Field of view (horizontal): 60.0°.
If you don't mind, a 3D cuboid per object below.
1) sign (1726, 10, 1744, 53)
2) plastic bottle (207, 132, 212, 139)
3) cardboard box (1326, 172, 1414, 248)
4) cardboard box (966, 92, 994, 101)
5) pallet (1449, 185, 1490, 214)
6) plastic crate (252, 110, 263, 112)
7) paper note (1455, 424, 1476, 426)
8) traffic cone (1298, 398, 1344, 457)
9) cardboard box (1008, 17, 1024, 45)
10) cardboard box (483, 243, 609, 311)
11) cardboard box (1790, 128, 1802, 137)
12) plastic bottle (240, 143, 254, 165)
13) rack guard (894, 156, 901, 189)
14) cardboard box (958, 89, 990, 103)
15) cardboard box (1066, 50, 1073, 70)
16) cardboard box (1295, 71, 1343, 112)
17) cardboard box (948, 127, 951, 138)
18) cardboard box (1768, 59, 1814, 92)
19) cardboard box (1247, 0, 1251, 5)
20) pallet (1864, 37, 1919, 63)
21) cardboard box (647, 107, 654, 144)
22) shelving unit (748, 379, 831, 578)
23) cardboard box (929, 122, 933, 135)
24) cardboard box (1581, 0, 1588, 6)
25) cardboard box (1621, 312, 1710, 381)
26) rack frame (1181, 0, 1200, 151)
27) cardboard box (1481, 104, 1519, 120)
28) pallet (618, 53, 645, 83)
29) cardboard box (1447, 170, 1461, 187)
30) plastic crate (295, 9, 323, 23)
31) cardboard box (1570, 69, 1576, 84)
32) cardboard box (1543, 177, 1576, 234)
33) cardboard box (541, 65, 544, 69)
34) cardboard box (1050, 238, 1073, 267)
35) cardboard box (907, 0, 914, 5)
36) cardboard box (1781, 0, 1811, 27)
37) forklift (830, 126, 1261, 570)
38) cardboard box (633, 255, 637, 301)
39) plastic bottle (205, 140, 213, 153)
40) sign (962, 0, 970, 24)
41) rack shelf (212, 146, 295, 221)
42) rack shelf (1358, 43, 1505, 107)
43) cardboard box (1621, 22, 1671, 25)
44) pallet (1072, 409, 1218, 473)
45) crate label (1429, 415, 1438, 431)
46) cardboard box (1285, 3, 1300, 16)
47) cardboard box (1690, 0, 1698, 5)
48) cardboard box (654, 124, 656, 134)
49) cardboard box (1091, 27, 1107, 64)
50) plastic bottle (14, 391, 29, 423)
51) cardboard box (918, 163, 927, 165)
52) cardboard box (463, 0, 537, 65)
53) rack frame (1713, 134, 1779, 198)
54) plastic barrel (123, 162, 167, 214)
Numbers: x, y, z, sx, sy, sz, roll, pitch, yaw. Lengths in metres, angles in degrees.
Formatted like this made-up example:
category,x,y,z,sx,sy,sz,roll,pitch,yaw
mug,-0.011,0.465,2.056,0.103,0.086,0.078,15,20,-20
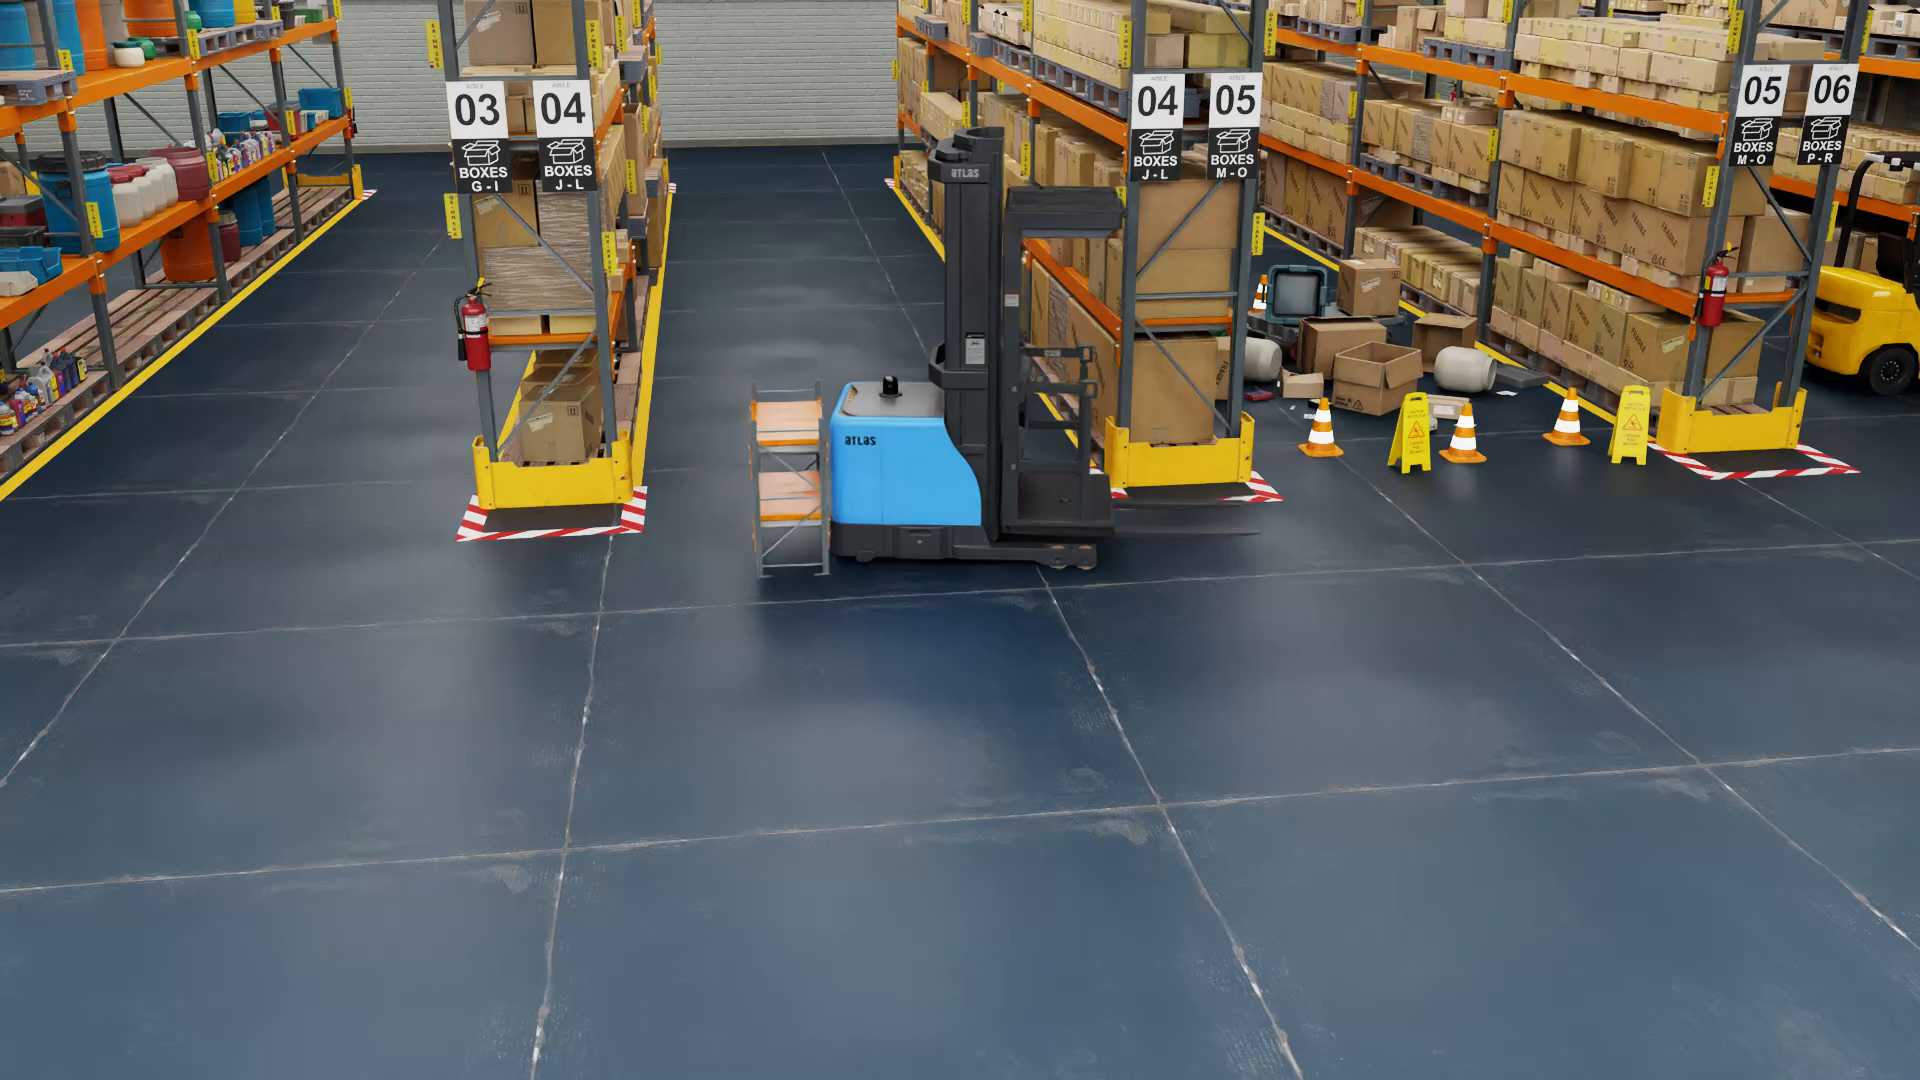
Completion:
category,x,y,z,sx,sy,sz,roll,pitch,yaw
sign,6.099,-4.000,13.086,0.100,0.325,0.005,-3,21,-8
plastic bottle,-10.137,-5.357,22.438,0.061,0.283,0.133,-3,21,-8
cardboard box,5.480,-4.416,22.188,0.875,0.875,0.875,-3,21,-8
cardboard box,0.288,-6.300,23.704,0.380,0.149,0.250,-2,21,-5
pallet,6.108,-3.768,18.292,1.003,0.211,1.213,-3,21,-8
plastic crate,-10.464,-6.383,25.172,0.416,0.233,0.300,-3,21,-8
paper note,4.545,-1.037,14.949,0.148,0.019,0.142,-11,23,-26
traffic cone,3.096,-0.983,14.188,0.336,0.463,0.334,-3,21,-8
cardboard box,0.795,-5.296,17.293,0.500,0.250,0.500,-3,21,-8
cardboard box,-3.208,-2.079,12.928,0.875,0.500,0.500,-3,21,-8
cardboard box,10.360,-5.002,20.250,0.380,0.149,0.250,-2,21,-7
plastic bottle,-9.232,-5.000,21.493,0.152,0.276,0.135,-3,21,-8
rack guard,-0.528,-6.259,28.259,1.175,0.500,0.348,-3,21,-8
cardboard box,0.215,-6.441,24.607,0.500,0.500,0.500,-3,21,-9
cardboard box,1.126,-4.162,14.403,0.380,0.149,0.250,-3,21,-7
cardboard box,4.951,-6.177,22.895,0.500,0.500,0.500,-3,21,-9
cardboard box,0.052,-5.145,21.038,0.380,0.149,0.250,-2,21,-6
cardboard box,6.842,-3.863,13.773,0.500,0.250,0.500,-3,21,-9
cardboard box,4.512,-8.147,24.903,0.396,0.266,0.258,-2,21,-6
pallet,10.845,-5.458,18.528,0.805,0.209,1.217,-4,21,-10
cardboard box,-4.548,-5.755,23.194,0.500,0.500,0.500,-3,21,-8
shelving unit,-1.215,-0.456,11.830,0.538,1.125,1.048,-2,21,-6
cardboard box,-0.211,-5.633,22.770,0.380,0.149,0.250,-4,21,-10
cardboard box,9.482,-8.015,24.717,0.380,0.149,0.250,-3,21,-7
cardboard box,6.277,-1.725,14.806,0.500,0.500,0.500,-3,21,-7
rack frame,4.344,-7.741,28.654,1.000,3.000,0.127,-3,21,-8
cardboard box,6.098,-4.824,18.750,0.380,0.149,0.250,-2,21,-5
pallet,-3.716,-4.622,16.286,1.213,0.211,1.003,-3,21,-8
cardboard box,5.634,-4.009,18.421,0.380,0.149,0.250,-3,21,-9
plastic crate,-9.939,-7.970,25.283,0.450,0.188,0.336,-3,21,-8
cardboard box,6.028,-4.398,15.775,0.380,0.149,0.250,-4,21,-9
cardboard box,6.017,-3.259,16.085,0.500,0.500,0.500,-3,21,-8
cardboard box,-3.788,-4.213,14.566,0.380,0.149,0.250,-2,21,-6
cardboard box,1.318,-2.862,15.378,0.875,0.550,0.550,-3,21,-8
cardboard box,-0.522,-8.329,25.441,0.500,0.250,0.500,-4,21,-10
cardboard box,10.444,-6.485,20.120,0.700,0.500,0.500,-3,21,-9
forklift,0.622,-1.354,11.652,3.031,2.935,1.130,1,20,2
cardboard box,-4.011,-2.888,18.605,0.700,0.500,0.500,-1,21,-3
plastic bottle,-9.813,-5.056,21.642,0.152,0.276,0.135,-3,21,-8
sign,0.077,-6.307,19.789,0.100,0.325,0.005,-3,21,-8
rack shelf,-9.498,-4.577,21.211,1.077,0.370,4.000,-3,21,-8
rack shelf,5.786,-5.347,18.985,1.077,0.370,4.000,-3,21,-8
cardboard box,6.565,-4.884,15.938,0.380,0.149,0.250,-2,21,-6
pallet,1.574,-0.883,14.278,1.003,0.211,1.213,-3,21,-8
crate label,4.088,-1.039,14.802,0.250,0.136,0.298,-15,25,-35
cardboard box,4.757,-7.392,23.168,0.380,0.166,0.250,-4,21,-11
cardboard box,10.050,-7.264,22.309,0.380,0.149,0.250,-3,21,-9
cardboard box,-4.676,-6.040,24.458,0.380,0.149,0.250,-2,21,-6
cardboard box,1.349,-3.963,13.298,0.500,0.250,0.500,-3,21,-8
plastic bottle,-8.059,-1.141,14.256,0.097,0.271,0.097,0,20,0
cardboard box,-0.460,-5.860,26.244,0.380,0.149,0.250,-3,21,-8
cardboard box,-3.630,-4.051,13.204,0.500,0.500,0.500,-3,21,-8
rack frame,10.409,-5.222,21.912,1.000,3.000,0.127,-3,21,-8
plastic barrel,-8.790,-3.782,17.896,0.421,0.512,0.421,0,20,0
